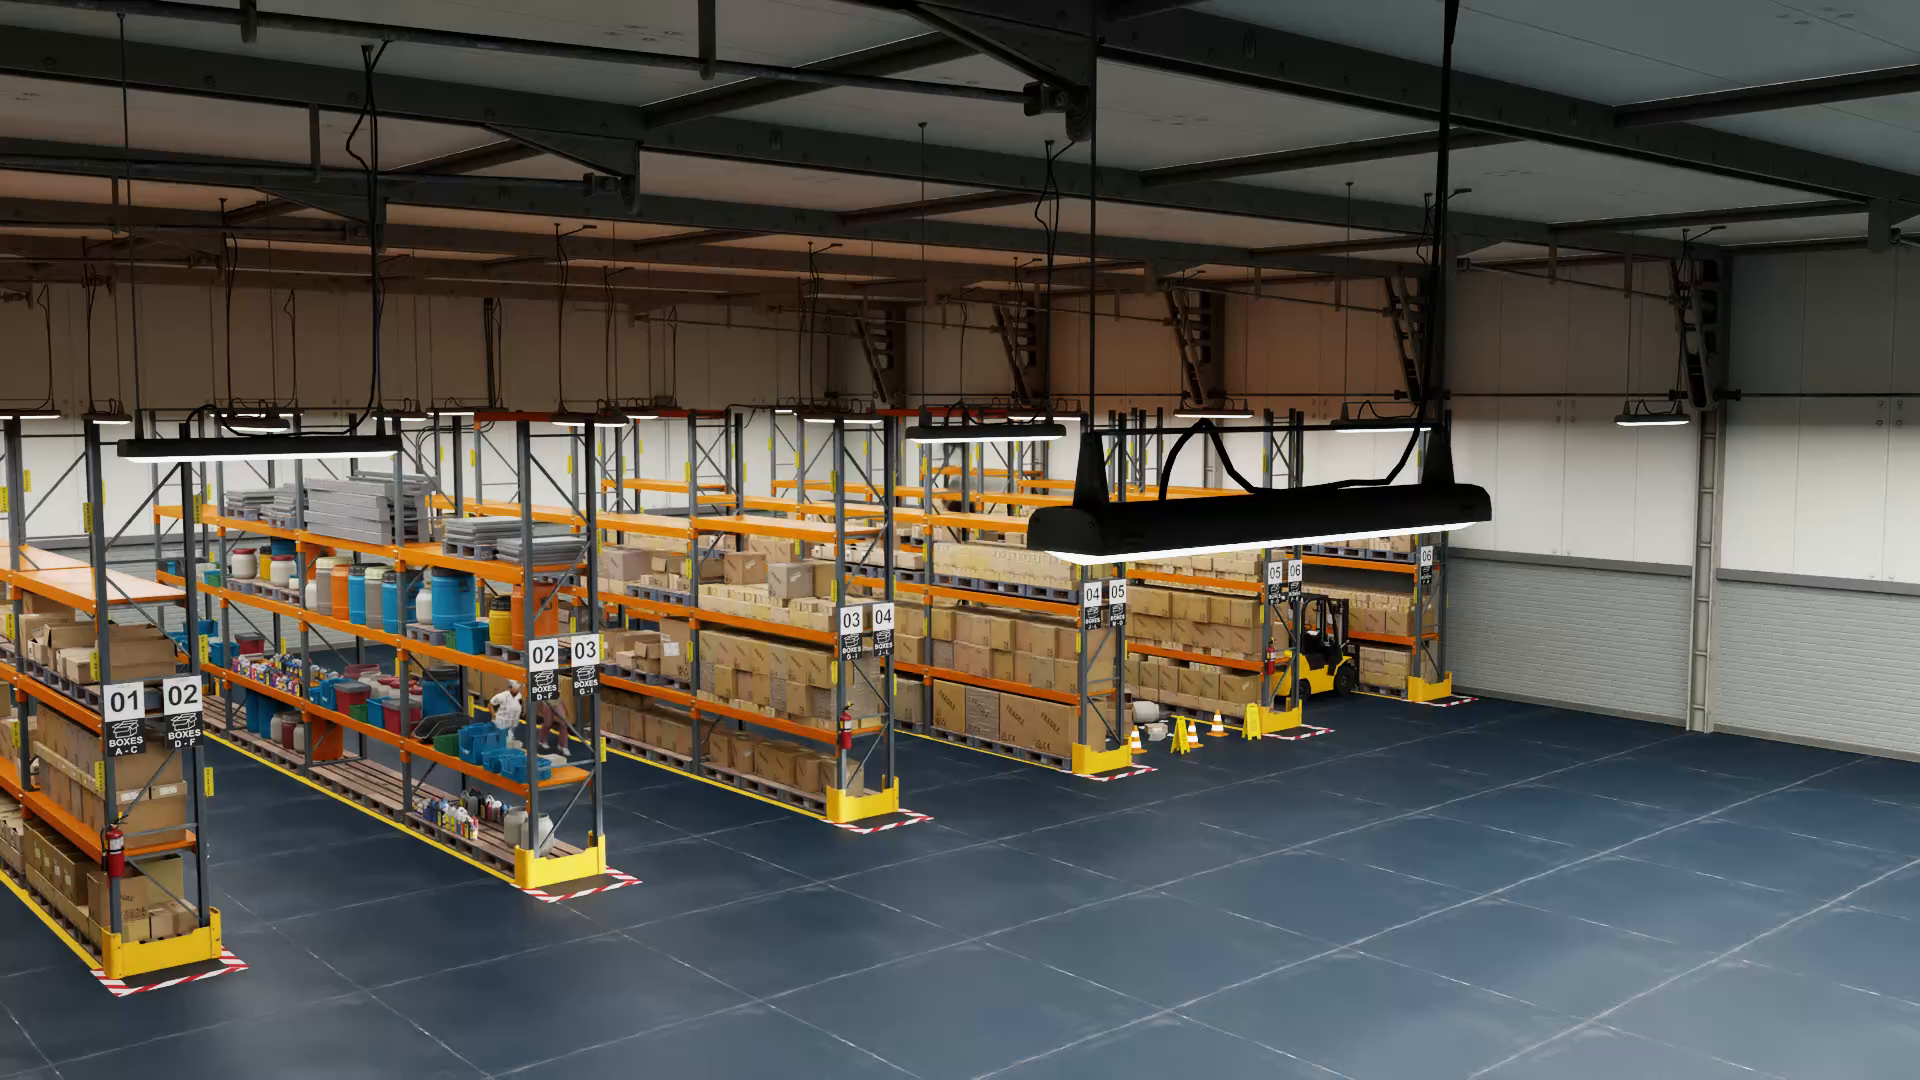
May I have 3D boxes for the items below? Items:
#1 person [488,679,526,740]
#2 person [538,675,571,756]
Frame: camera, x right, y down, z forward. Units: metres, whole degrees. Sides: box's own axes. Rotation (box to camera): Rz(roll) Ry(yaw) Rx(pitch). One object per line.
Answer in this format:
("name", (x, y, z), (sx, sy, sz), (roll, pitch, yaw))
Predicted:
("person", (-7.554, 3.112, 27.623), (0.874, 1.666, 0.600), (3, 6, 33))
("person", (-7.201, 2.919, 29.286), (0.806, 1.714, 0.565), (5, 7, 45))
